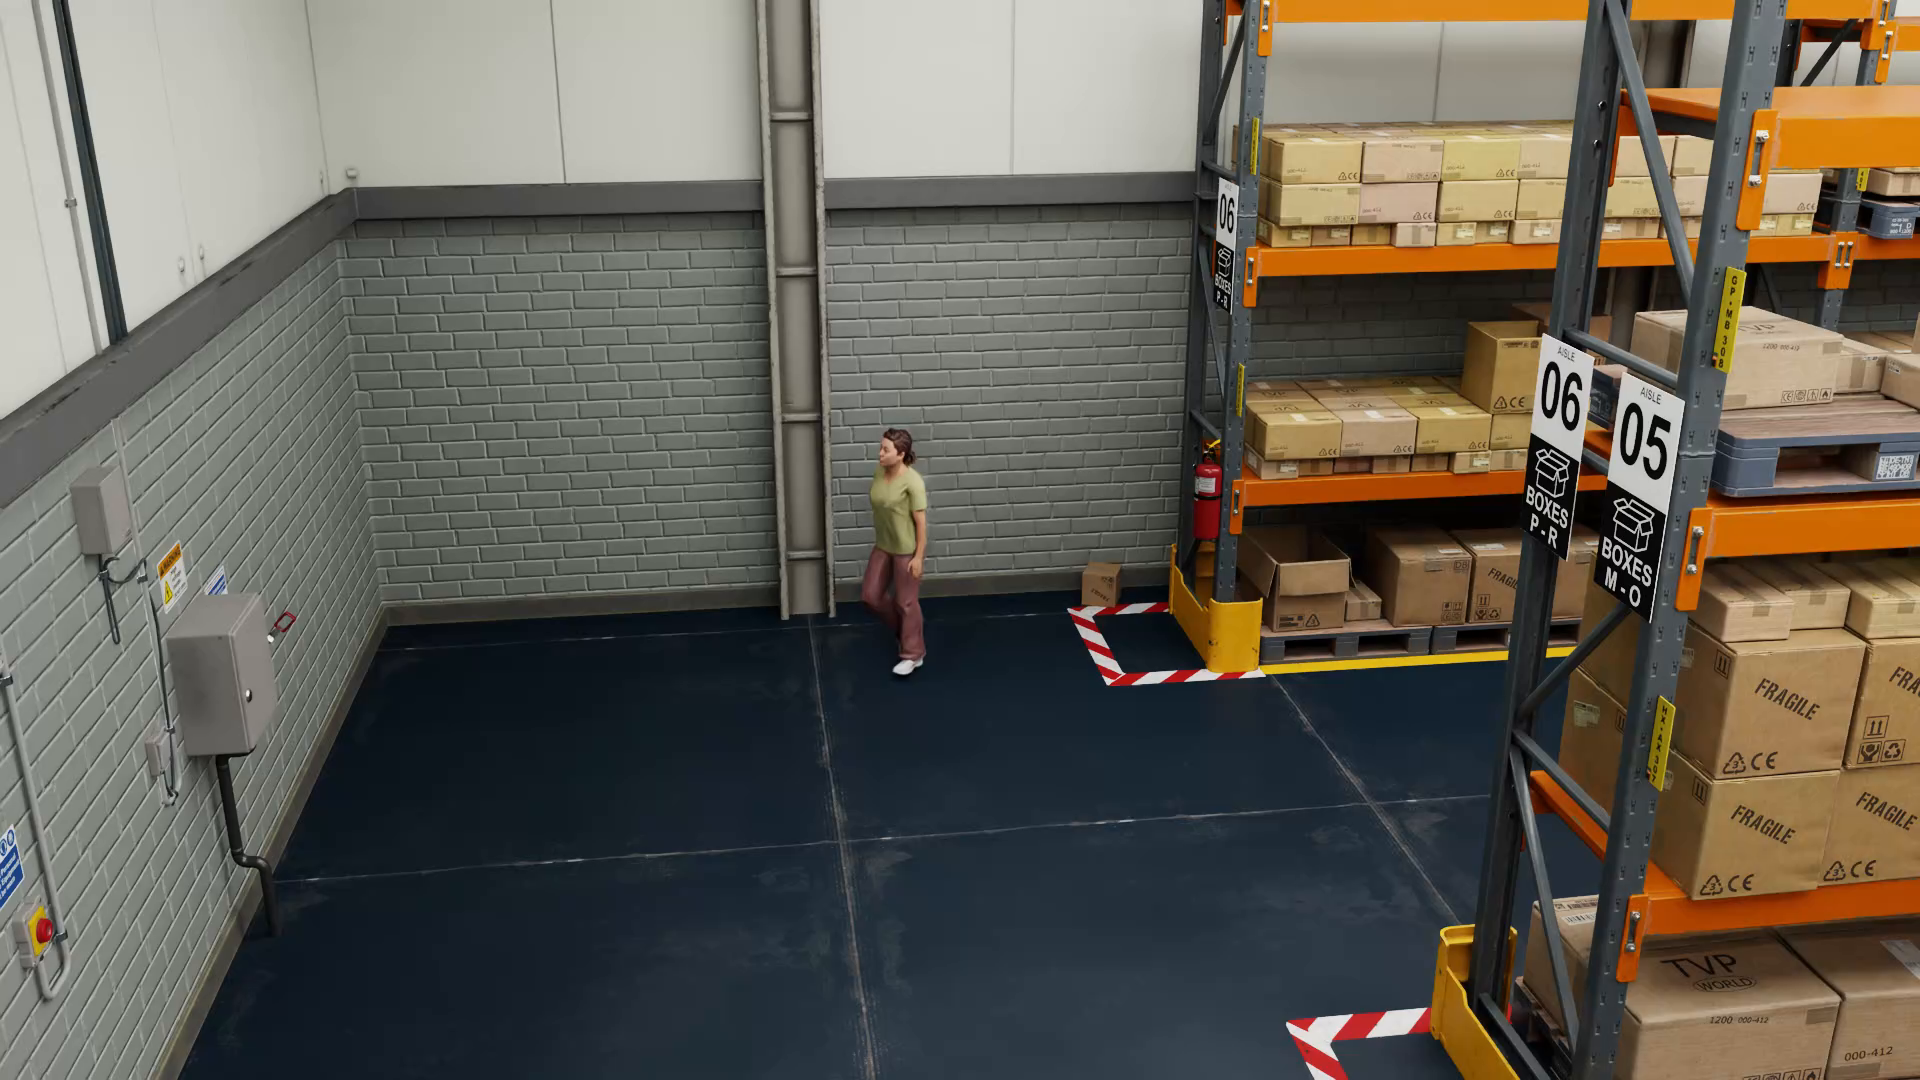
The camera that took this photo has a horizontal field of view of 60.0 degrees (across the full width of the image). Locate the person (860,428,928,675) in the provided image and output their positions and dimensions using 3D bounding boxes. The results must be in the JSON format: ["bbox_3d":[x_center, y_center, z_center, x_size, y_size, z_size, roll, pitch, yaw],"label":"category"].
[{"bbox_3d":[-0.382,0.055,10.866,0.500,1.659,0.482,17,26,39],"label":"person"}]
